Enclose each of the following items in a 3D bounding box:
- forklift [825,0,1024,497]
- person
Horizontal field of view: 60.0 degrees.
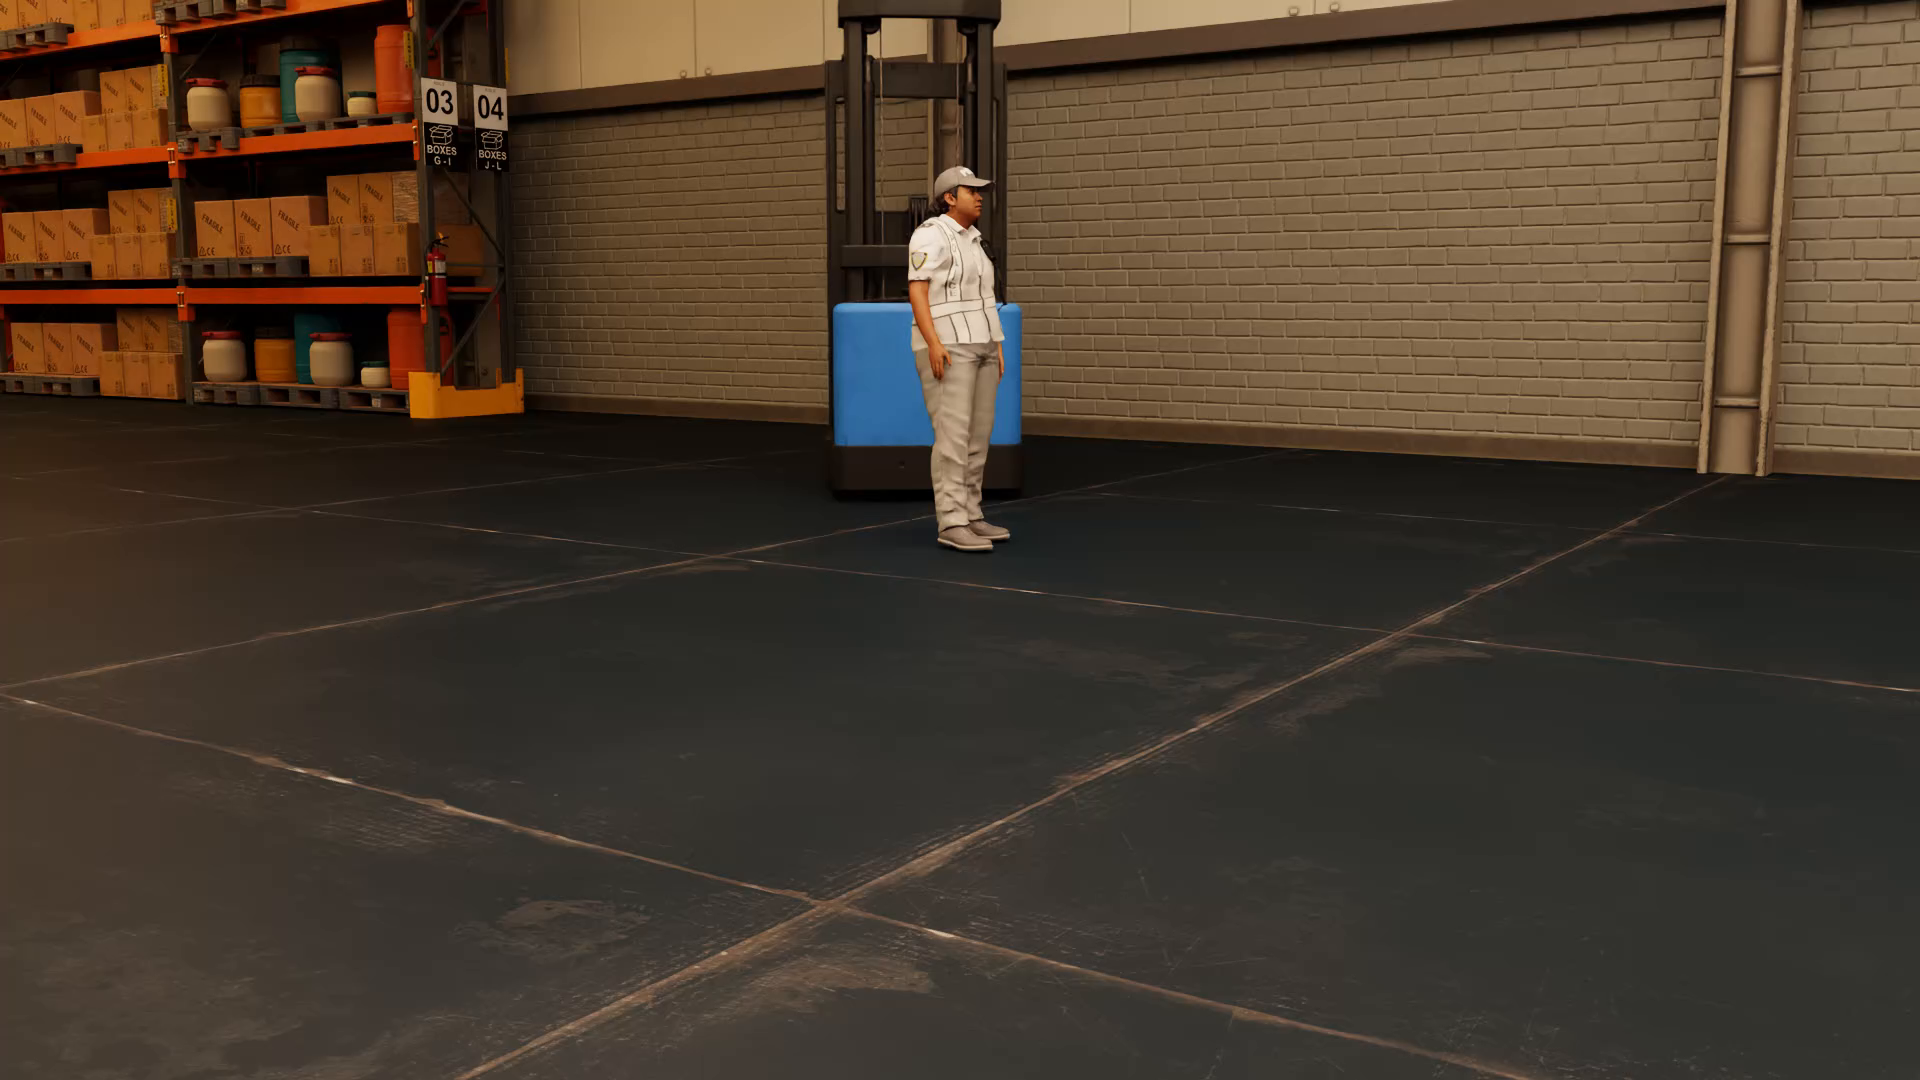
[{"bbox_3d":[-0.283,-1.865,10.309,1.130,2.935,3.031,-1,8,-4],"label":"forklift"},{"bbox_3d":[0.051,-0.823,7.424,0.529,1.670,0.598,5,10,34],"label":"person"}]
